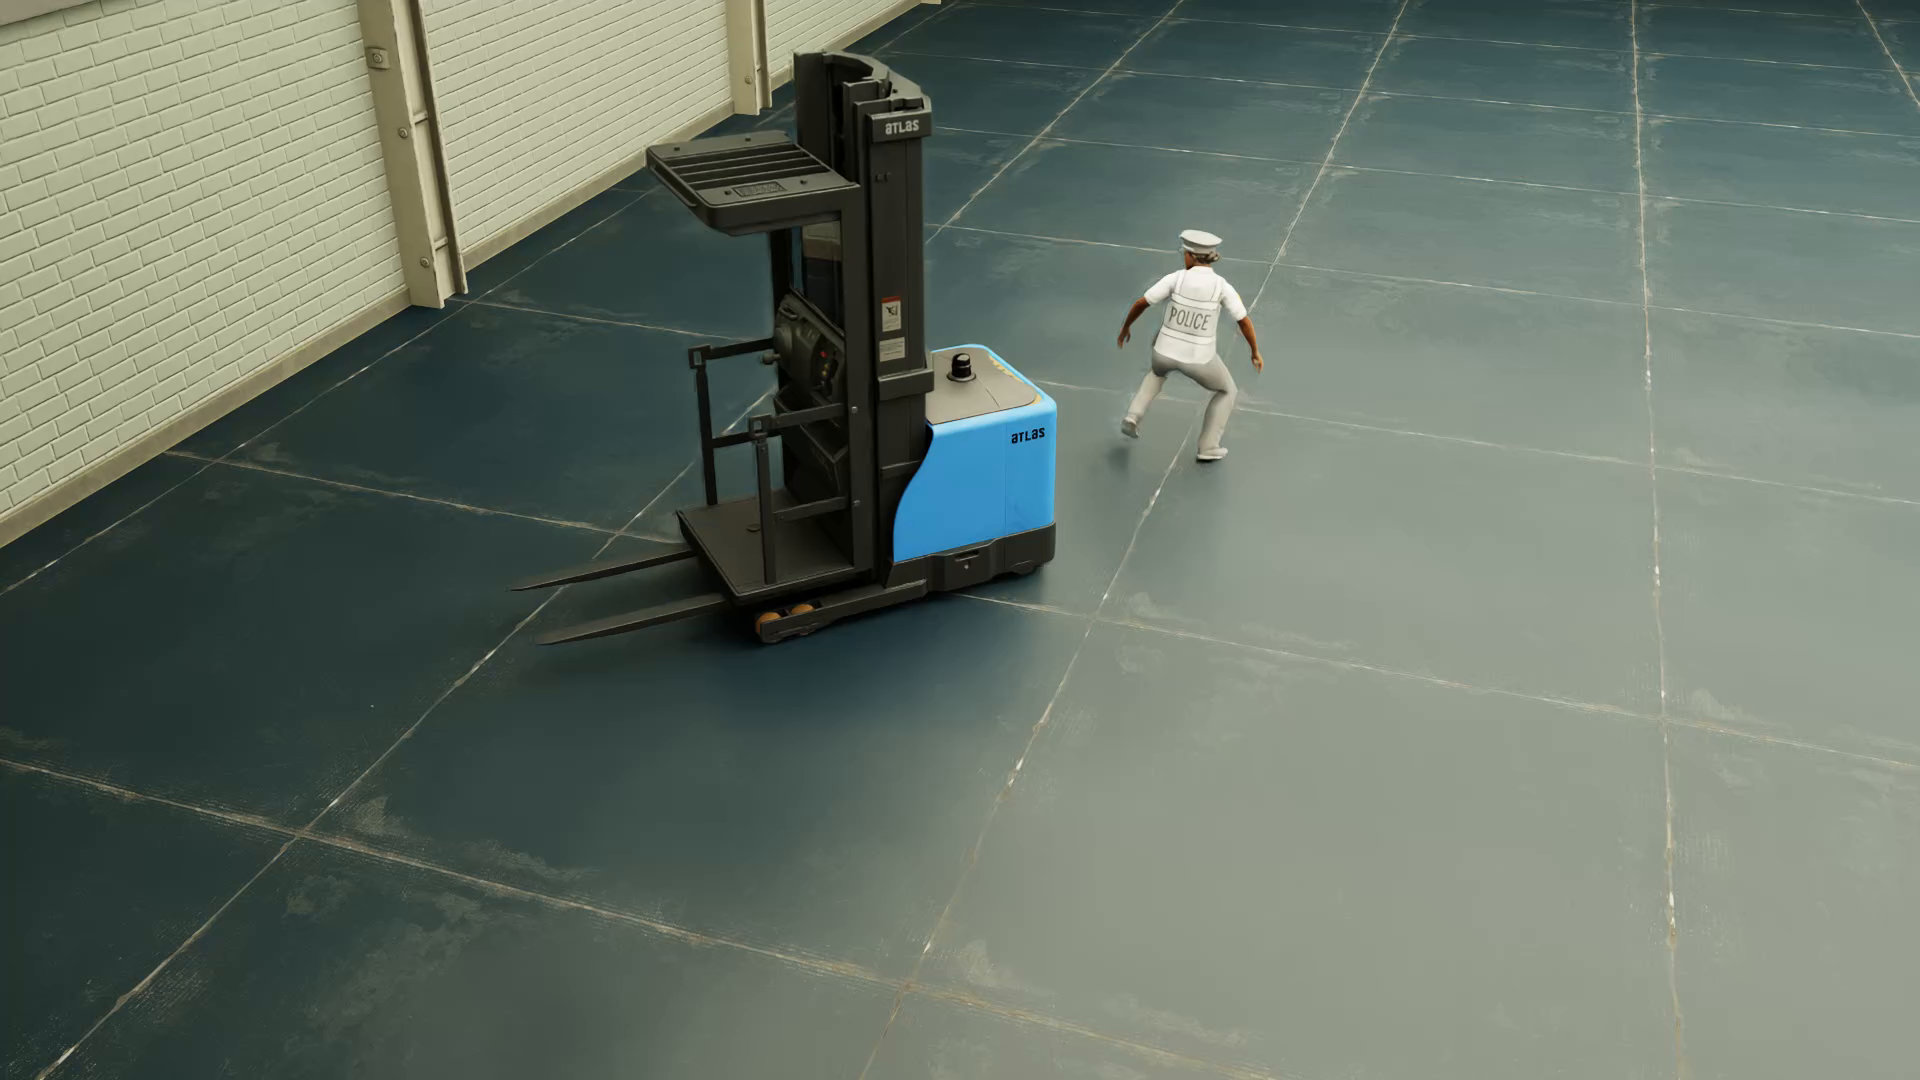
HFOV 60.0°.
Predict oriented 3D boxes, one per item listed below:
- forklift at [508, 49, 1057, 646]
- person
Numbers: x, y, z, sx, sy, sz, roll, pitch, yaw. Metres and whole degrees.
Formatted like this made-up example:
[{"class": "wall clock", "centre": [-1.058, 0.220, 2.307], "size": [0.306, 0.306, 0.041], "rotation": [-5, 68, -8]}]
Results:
[{"class": "forklift", "centre": [-0.997, -1.007, 8.904], "size": [3.031, 2.935, 1.130], "rotation": [-13, 32, -22]}, {"class": "person", "centre": [1.490, -1.243, 10.768], "size": [0.910, 1.552, 0.494], "rotation": [13, 32, 22]}]
